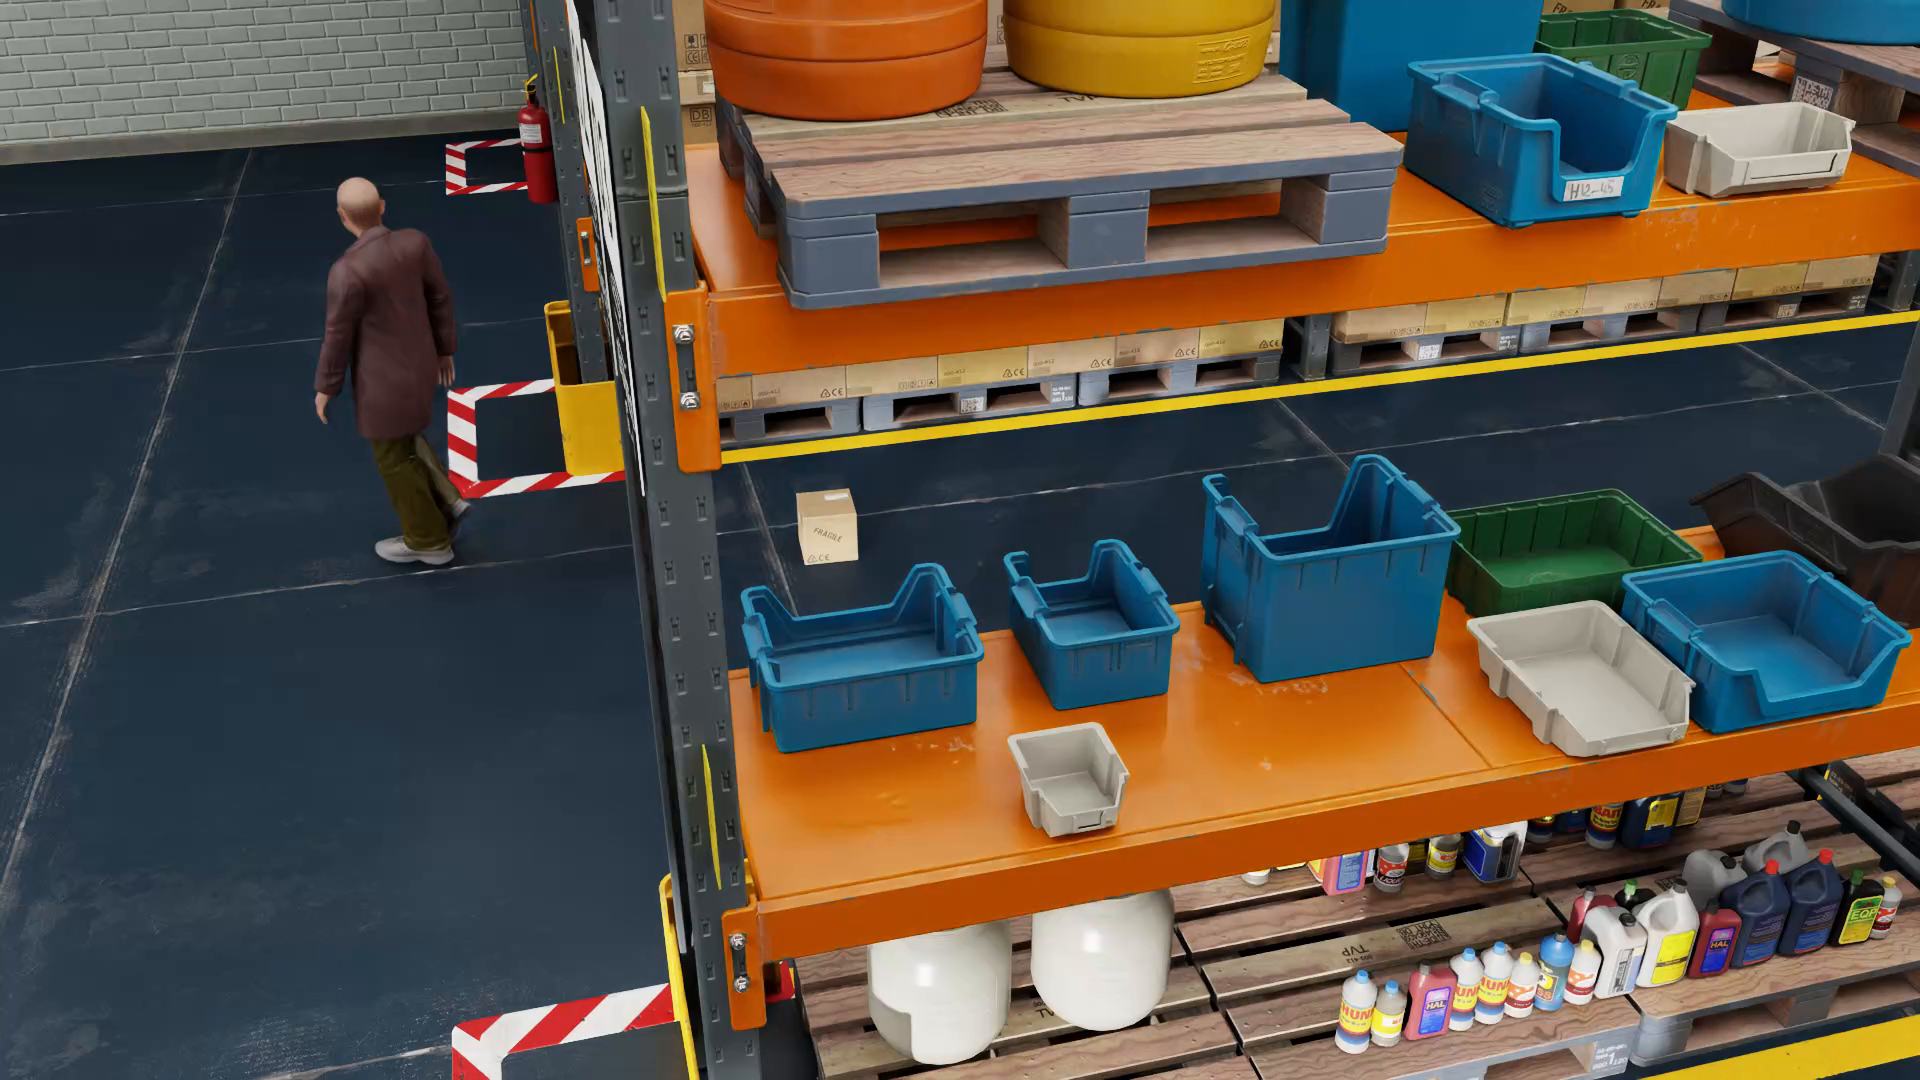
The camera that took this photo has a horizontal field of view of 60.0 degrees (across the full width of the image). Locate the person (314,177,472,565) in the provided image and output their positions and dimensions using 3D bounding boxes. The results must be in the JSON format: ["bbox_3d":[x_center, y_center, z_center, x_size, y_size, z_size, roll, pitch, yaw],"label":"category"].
[{"bbox_3d":[-2.515,-0.719,7.377,0.499,1.803,0.629,11,32,18],"label":"person"}]
